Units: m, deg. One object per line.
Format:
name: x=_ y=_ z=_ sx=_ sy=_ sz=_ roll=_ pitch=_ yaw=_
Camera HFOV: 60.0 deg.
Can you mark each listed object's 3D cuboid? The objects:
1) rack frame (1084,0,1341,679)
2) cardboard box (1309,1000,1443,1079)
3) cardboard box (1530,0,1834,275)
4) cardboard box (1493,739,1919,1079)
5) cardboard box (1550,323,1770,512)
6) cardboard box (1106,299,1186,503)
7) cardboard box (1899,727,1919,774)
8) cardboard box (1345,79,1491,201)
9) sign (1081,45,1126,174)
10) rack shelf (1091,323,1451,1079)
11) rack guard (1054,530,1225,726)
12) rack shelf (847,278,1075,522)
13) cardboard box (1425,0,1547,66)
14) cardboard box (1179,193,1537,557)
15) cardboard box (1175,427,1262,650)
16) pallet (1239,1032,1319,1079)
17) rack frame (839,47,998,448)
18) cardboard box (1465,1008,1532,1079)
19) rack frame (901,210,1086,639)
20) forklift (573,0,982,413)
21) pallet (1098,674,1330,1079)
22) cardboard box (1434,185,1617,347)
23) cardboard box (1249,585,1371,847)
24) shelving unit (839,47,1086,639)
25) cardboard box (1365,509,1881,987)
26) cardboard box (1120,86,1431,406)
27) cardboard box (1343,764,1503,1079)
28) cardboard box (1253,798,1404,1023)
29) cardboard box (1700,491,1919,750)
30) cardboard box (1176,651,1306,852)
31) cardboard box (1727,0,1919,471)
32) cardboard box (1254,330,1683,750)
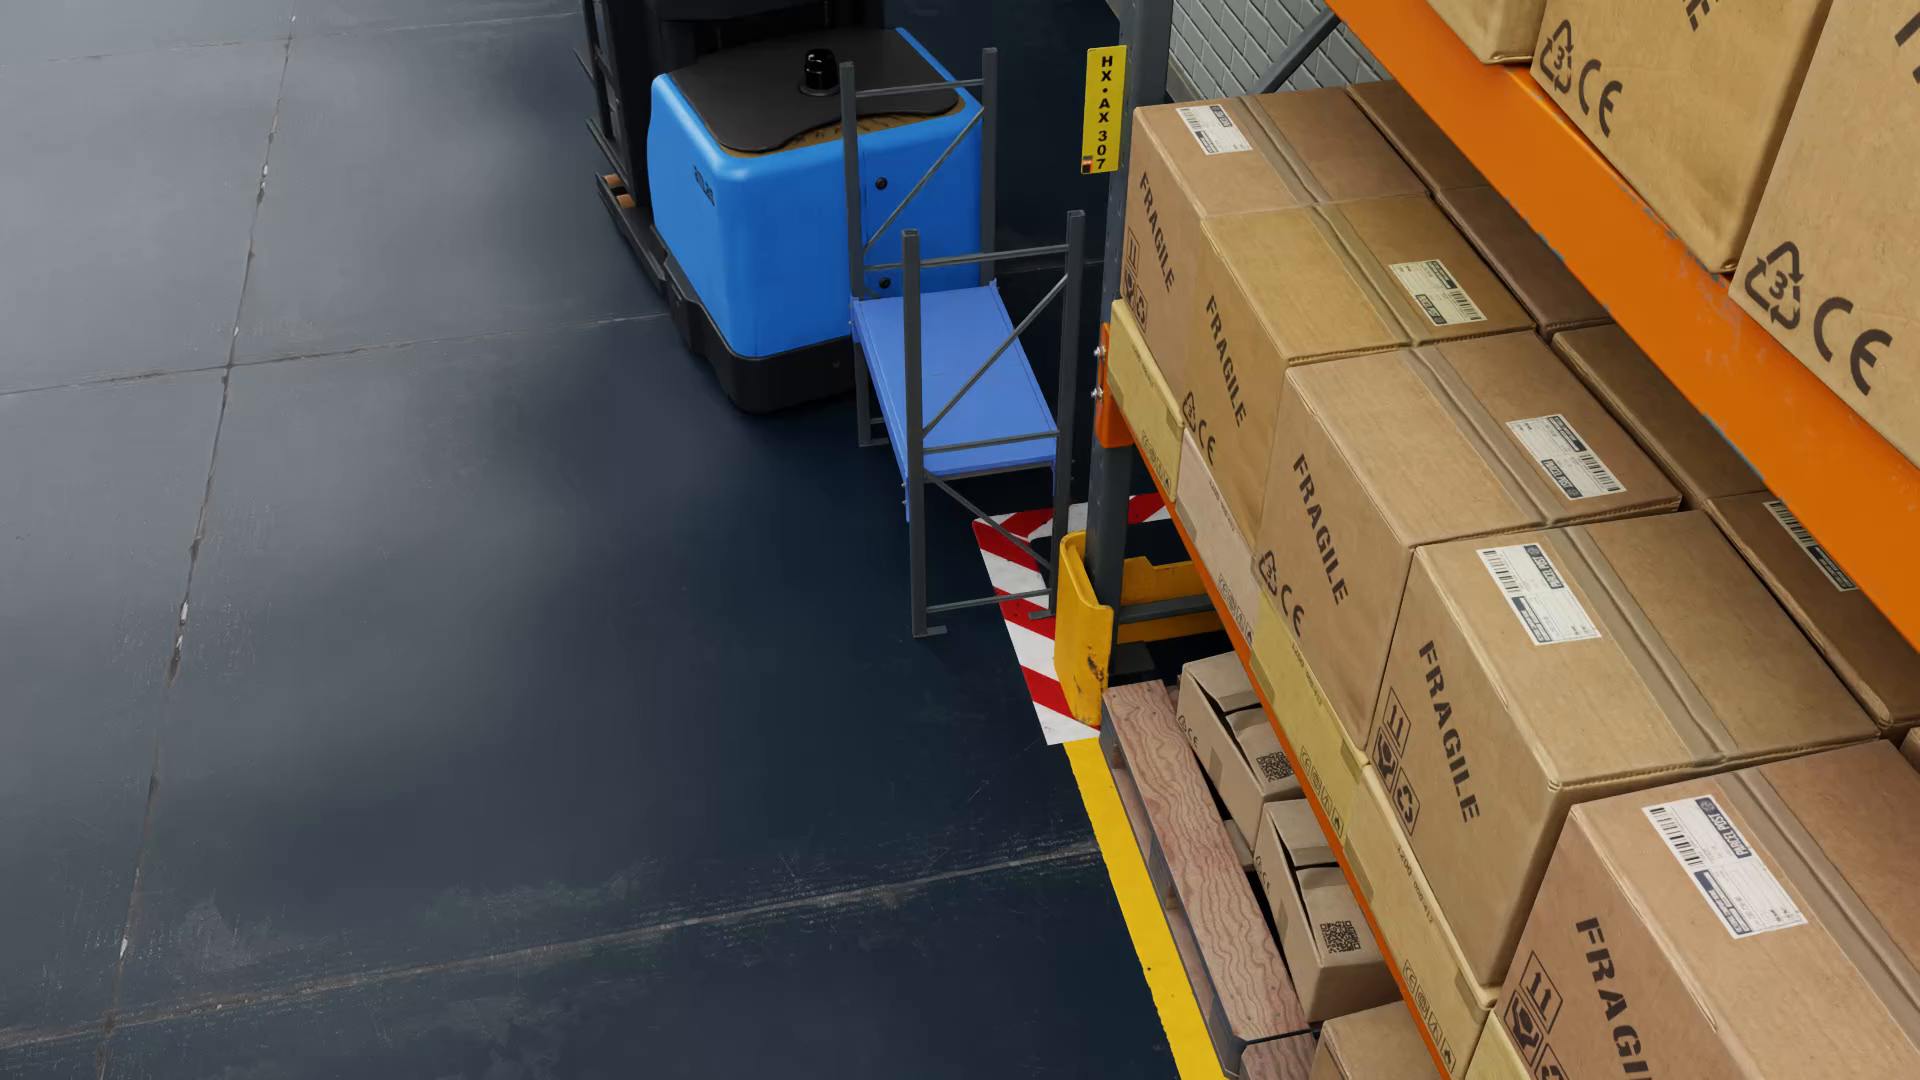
rack frame: x=0.878 y=-0.786 z=4.376 sx=1.000 sy=3.000 sz=0.127 roll=-8 pitch=42 yaw=-9
cardboard box: x=1.172 y=1.298 z=3.580 sx=0.700 sy=0.500 sz=0.500 roll=-11 pitch=43 yaw=-12
cardboard box: x=1.039 y=-0.666 z=1.891 sx=0.500 sy=0.500 sz=0.500 roll=-6 pitch=42 yaw=-7
cardboard box: x=1.126 y=0.662 z=2.277 sx=0.500 sy=0.500 sz=0.500 roll=-9 pitch=42 yaw=-11
cardboard box: x=1.402 y=-0.080 z=3.114 sx=0.500 sy=0.500 sz=0.500 roll=-9 pitch=42 yaw=-10
cardboard box: x=0.673 y=-0.375 z=4.011 sx=0.500 sy=0.250 sz=0.500 roll=-9 pitch=42 yaw=-11
cardboard box: x=1.634 y=0.581 z=2.369 sx=0.500 sy=0.500 sz=0.500 roll=-7 pitch=42 yaw=-8
cardboard box: x=1.187 y=-0.743 z=3.860 sx=0.500 sy=0.500 sz=0.500 roll=-9 pitch=42 yaw=-10
sign: x=0.348 y=-1.032 z=4.001 sx=0.100 sy=0.325 sz=0.005 roll=-8 pitch=42 yaw=-9
rack shelf: x=1.310 y=0.780 z=3.154 sx=1.077 sy=0.370 sz=4.000 roll=-8 pitch=42 yaw=-9
rack guard: x=0.894 y=0.198 z=5.150 sx=1.175 sy=0.500 sz=0.348 roll=-8 pitch=42 yaw=-9
rack shelf: x=-0.018 y=-0.482 z=5.434 sx=0.538 sy=0.185 sz=1.000 roll=-8 pitch=42 yaw=-9
cardboard box: x=0.903 y=-1.011 z=2.279 sx=0.500 sy=0.500 sz=0.500 roll=-7 pitch=42 yaw=-7
cardboard box: x=0.784 y=-0.343 z=3.410 sx=0.500 sy=0.500 sz=0.500 roll=-8 pitch=42 yaw=-9
cardboard box: x=0.799 y=-0.041 z=3.634 sx=0.500 sy=0.250 sz=0.500 roll=-10 pitch=42 yaw=-11
pallet: x=1.295 y=1.627 z=3.758 sx=1.003 sy=0.211 sz=1.213 roll=-8 pitch=42 yaw=-9
rack frame: x=-0.128 y=-0.946 z=5.686 sx=0.500 sy=1.500 sz=0.032 roll=-8 pitch=42 yaw=-9
cardboard box: x=1.120 y=0.944 z=2.525 sx=0.500 sy=0.250 sz=0.500 roll=-9 pitch=42 yaw=-10
rack frame: x=0.091 y=-0.287 z=4.943 sx=0.500 sy=1.500 sz=0.032 roll=-8 pitch=42 yaw=-9
forklift: x=-0.958 y=-2.550 z=6.414 sx=1.130 sy=2.935 sz=3.031 roll=-17 pitch=44 yaw=-18
pallet: x=1.035 y=0.838 z=4.647 sx=1.003 sy=0.211 sz=1.213 roll=-8 pitch=42 yaw=-9
cardboard box: x=1.286 y=-0.415 z=3.491 sx=0.500 sy=0.500 sz=0.500 roll=-8 pitch=42 yaw=-9
cardboard box: x=0.903 y=0.290 z=3.262 sx=0.500 sy=0.250 sz=0.500 roll=-9 pitch=42 yaw=-10
shelving unit: x=-0.018 y=-0.616 z=5.314 sx=0.538 sy=1.500 sz=1.048 roll=-8 pitch=42 yaw=-9
cardboard box: x=1.013 y=0.325 z=2.657 sx=0.500 sy=0.500 sz=0.500 roll=-7 pitch=42 yaw=-8
cardboard box: x=0.687 y=-0.665 z=3.773 sx=0.500 sy=0.500 sz=0.500 roll=-8 pitch=42 yaw=-9
cardboard box: x=1.010 y=0.618 z=2.892 sx=0.500 sy=0.250 sz=0.500 roll=-8 pitch=42 yaw=-9
cardboard box: x=1.062 y=0.886 z=4.186 sx=0.500 sy=0.311 sz=0.500 roll=-5 pitch=42 yaw=-6
cardboard box: x=1.511 y=0.246 z=2.746 sx=0.500 sy=0.500 sz=0.500 roll=-8 pitch=42 yaw=-9
cardboard box: x=0.939 y=0.517 z=4.603 sx=0.500 sy=0.311 sz=0.500 roll=-13 pitch=43 yaw=-14
cardboard box: x=1.138 y=-0.335 z=1.518 sx=0.500 sy=0.500 sz=0.500 roll=-10 pitch=43 yaw=-11
cardboard box: x=0.890 y=-0.008 z=3.032 sx=0.500 sy=0.500 sz=0.500 roll=-10 pitch=42 yaw=-11
